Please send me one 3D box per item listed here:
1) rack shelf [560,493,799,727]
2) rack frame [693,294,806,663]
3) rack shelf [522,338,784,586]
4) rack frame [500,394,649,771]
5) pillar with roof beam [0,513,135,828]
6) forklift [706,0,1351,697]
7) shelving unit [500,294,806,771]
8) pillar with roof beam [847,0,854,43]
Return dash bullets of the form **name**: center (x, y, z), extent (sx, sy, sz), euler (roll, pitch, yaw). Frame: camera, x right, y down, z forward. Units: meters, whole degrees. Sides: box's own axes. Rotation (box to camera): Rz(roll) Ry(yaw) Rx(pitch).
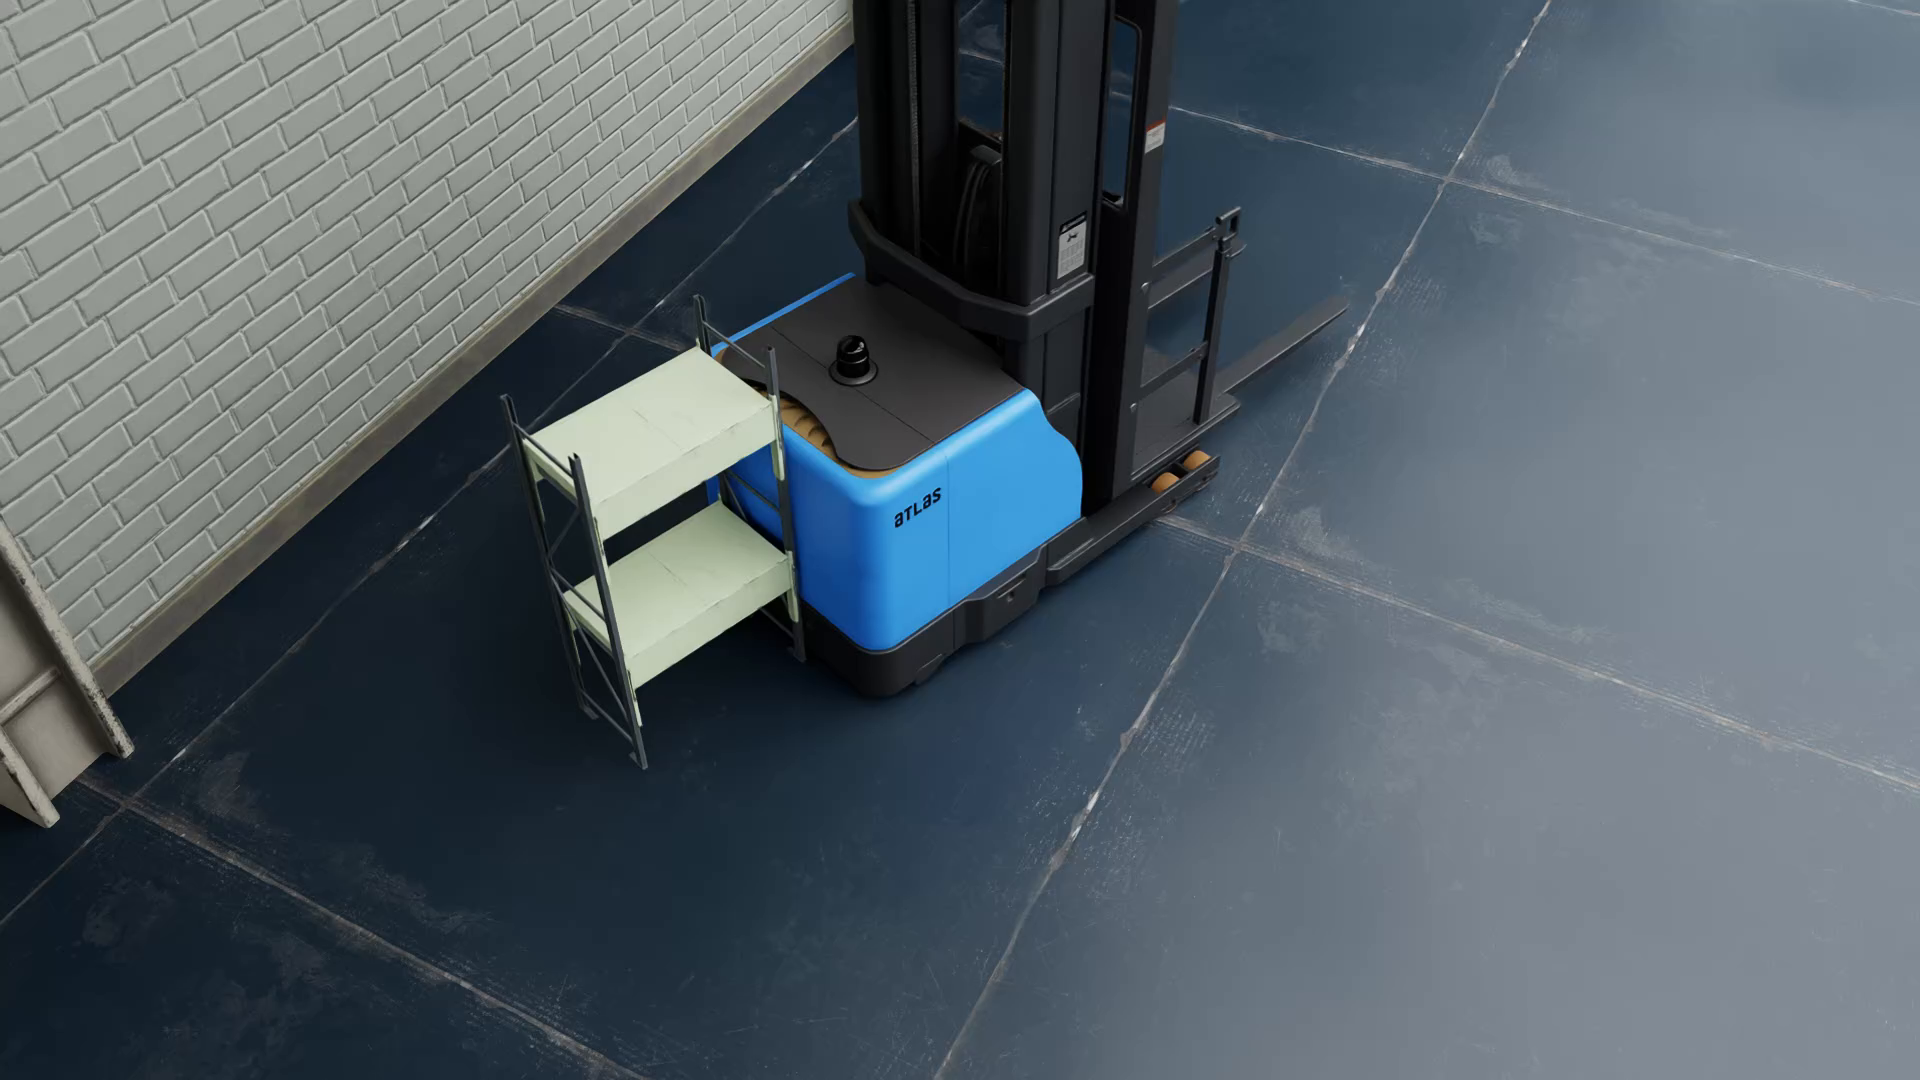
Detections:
- **rack shelf**: center (-0.994, 0.238, 5.919), extent (0.720, 0.370, 0.431), euler (-34, 54, -29)
- **rack frame**: center (-0.728, -0.170, 5.864), extent (0.023, 1.500, 0.400), euler (-34, 54, -29)
- **rack shelf**: center (-0.994, -0.265, 5.409), extent (0.720, 0.370, 0.431), euler (-34, 54, -29)
- **rack frame**: center (-1.259, 0.188, 5.510), extent (0.023, 1.500, 0.400), euler (-34, 54, -29)
- **pillar with roof beam**: center (0.609, -0.916, 1.328), extent (9.100, 9.000, 0.400), euler (20, 49, 19)
- **forklift**: center (0.440, -1.386, 6.059), extent (3.031, 2.935, 1.130), euler (-34, 54, -29)
- **shelving unit**: center (-0.994, 0.009, 5.687), extent (0.755, 1.500, 0.431), euler (-34, 54, -29)
- **pillar with roof beam**: center (3.394, -4.696, 5.064), extent (9.100, 9.000, 0.400), euler (20, 49, 19)
